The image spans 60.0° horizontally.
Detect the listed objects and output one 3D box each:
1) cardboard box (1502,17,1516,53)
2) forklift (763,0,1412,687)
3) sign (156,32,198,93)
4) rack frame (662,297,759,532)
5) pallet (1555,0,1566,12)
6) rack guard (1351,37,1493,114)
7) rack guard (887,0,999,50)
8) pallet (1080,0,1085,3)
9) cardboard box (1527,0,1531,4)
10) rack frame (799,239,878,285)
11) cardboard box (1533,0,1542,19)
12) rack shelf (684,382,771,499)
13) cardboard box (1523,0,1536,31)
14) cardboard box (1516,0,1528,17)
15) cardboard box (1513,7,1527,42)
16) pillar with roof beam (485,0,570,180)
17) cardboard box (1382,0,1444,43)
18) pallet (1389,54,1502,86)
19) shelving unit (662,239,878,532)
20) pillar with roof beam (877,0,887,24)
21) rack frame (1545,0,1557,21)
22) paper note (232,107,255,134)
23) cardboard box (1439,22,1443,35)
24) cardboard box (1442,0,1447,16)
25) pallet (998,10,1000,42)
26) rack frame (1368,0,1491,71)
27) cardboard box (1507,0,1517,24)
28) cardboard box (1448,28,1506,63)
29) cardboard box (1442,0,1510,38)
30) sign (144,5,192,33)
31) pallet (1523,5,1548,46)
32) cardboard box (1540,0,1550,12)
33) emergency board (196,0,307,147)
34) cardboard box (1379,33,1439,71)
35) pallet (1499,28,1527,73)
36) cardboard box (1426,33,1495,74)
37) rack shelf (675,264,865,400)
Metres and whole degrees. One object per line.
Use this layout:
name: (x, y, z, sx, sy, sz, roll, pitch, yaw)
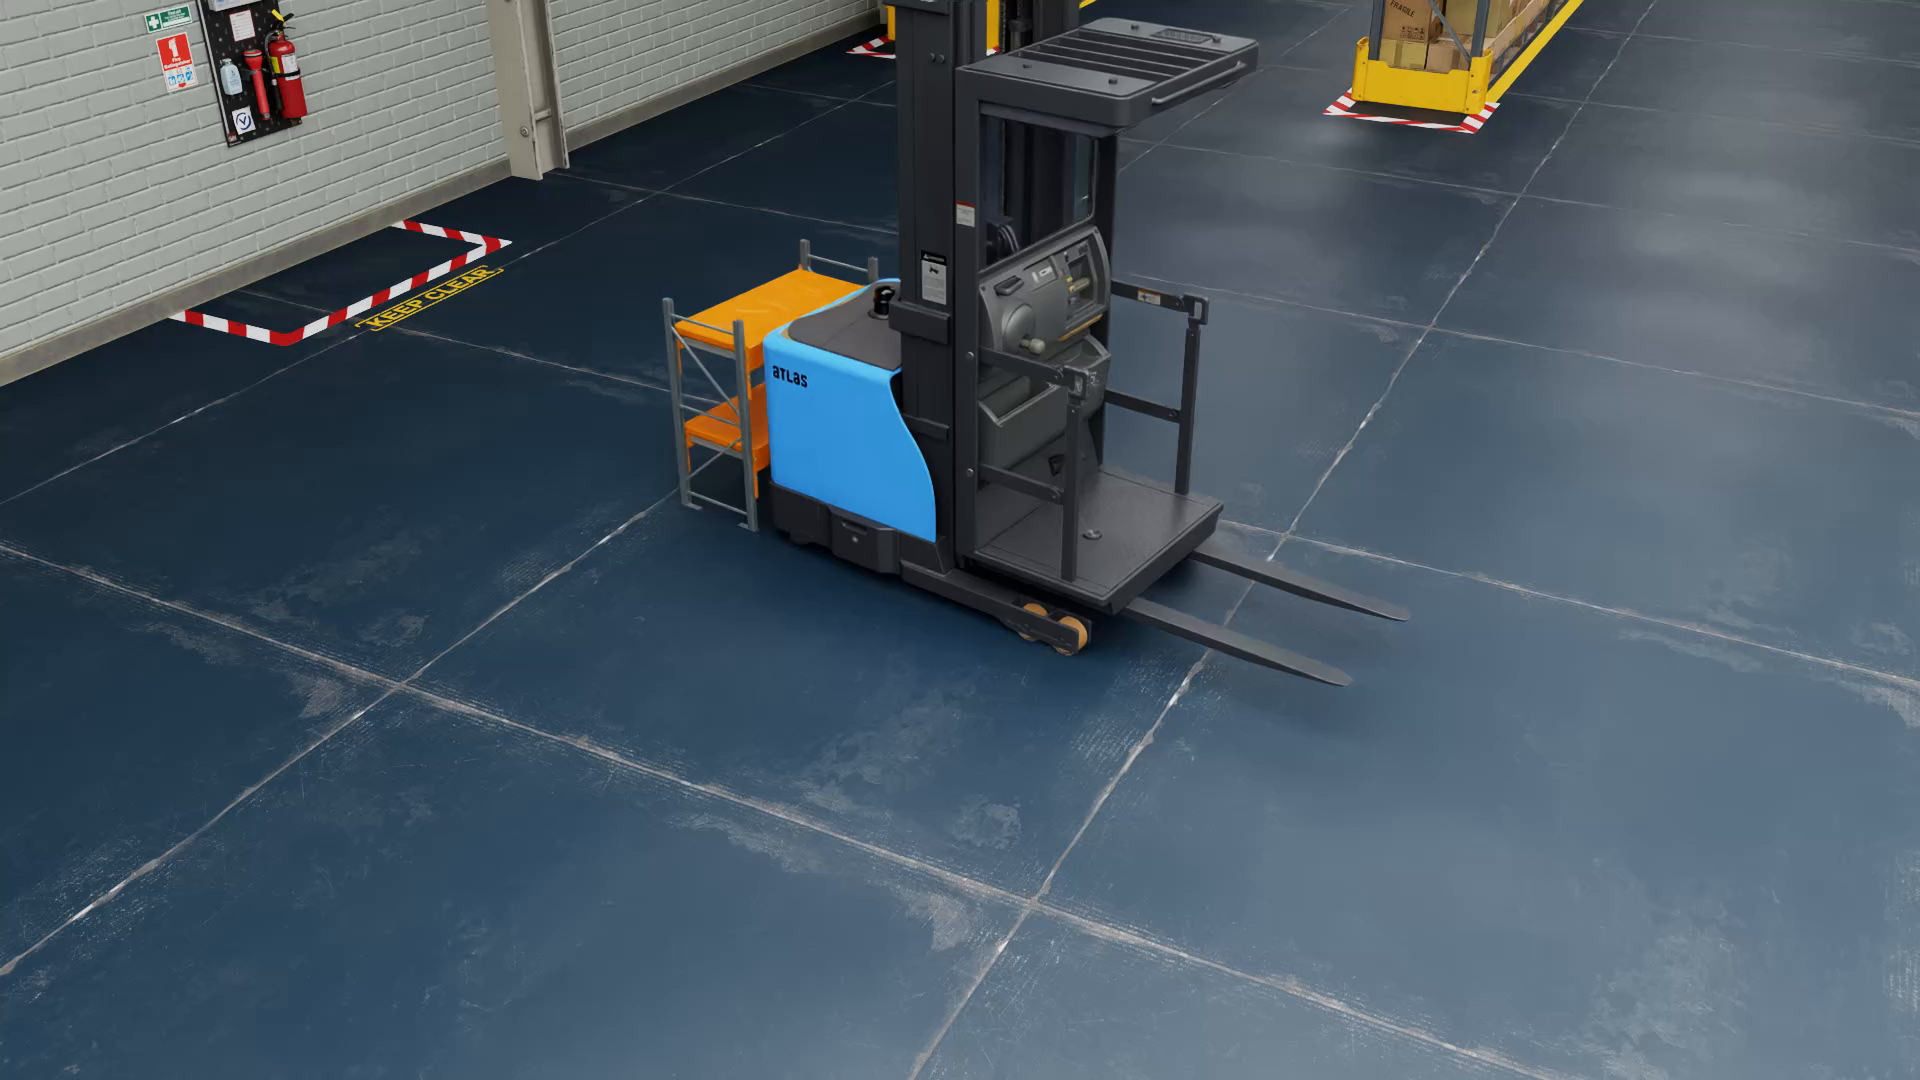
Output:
cardboard box: (5.090, -4.939, 16.178, 0.500, 0.250, 0.500, 14, 33, 23)
forklift: (0.549, -1.062, 7.156, 3.031, 2.935, 1.130, 20, 35, 31)
sign: (-4.904, -2.993, 10.415, 0.001, 0.329, 0.234, 14, 33, 23)
rack frame: (-1.224, -0.606, 8.175, 0.500, 1.125, 0.032, 20, 35, 30)
pallet: (6.319, -6.217, 18.865, 1.003, 0.211, 1.213, 14, 33, 23)
rack guard: (4.185, -4.223, 15.102, 1.175, 0.500, 0.348, 14, 33, 23)
rack guard: (-0.181, -5.390, 17.133, 1.175, 0.500, 0.348, 14, 33, 23)
pallet: (0.777, -6.155, 18.757, 1.003, 0.211, 1.213, 14, 33, 23)
cardboard box: (5.538, -5.709, 16.766, 0.500, 0.500, 0.500, 14, 33, 23)
rack frame: (-0.630, -1.017, 8.891, 0.500, 1.125, 0.032, 20, 35, 30)
cardboard box: (5.764, -5.606, 17.340, 0.500, 0.250, 0.500, 14, 33, 23)
rack shelf: (-0.927, -0.600, 8.654, 0.538, 0.278, 1.000, 20, 35, 30)
cardboard box: (5.550, -5.381, 16.948, 0.500, 0.250, 0.500, 14, 33, 23)
cardboard box: (5.323, -5.484, 16.374, 0.500, 0.500, 0.500, 14, 33, 23)
cardboard box: (5.323, -5.159, 16.562, 0.500, 0.250, 0.500, 14, 33, 23)
pillar with roof beam: (0.432, -5.911, 9.508, 9.100, 9.000, 0.400, 14, 33, 23)
cardboard box: (4.175, -4.938, 15.423, 0.500, 0.500, 0.500, 14, 33, 23)
pallet: (4.507, -4.457, 15.799, 1.003, 0.211, 1.213, 14, 33, 23)
shelving unit: (-0.927, -0.812, 8.533, 0.538, 1.125, 1.048, 20, 35, 30)
pillar with roof beam: (3.165, -8.571, 14.140, 9.100, 9.000, 0.400, 14, 33, 23)
rack frame: (6.018, -7.091, 17.586, 1.000, 3.000, 0.127, 14, 33, 23)
paper note: (-4.702, -2.755, 10.920, 0.016, 0.148, 0.142, 14, 33, 23)
cardboard box: (4.394, -4.837, 16.000, 0.500, 0.250, 0.500, 14, 33, 23)
cardboard box: (4.617, -5.385, 16.201, 0.500, 0.500, 0.500, 14, 33, 23)
pallet: (0.220, -5.616, 17.818, 1.003, 0.211, 1.213, 14, 33, 23)
rack frame: (4.195, -5.318, 14.498, 1.000, 3.000, 0.127, 14, 33, 23)
cardboard box: (5.080, -5.267, 15.995, 0.500, 0.500, 0.500, 14, 33, 23)
cardboard box: (4.862, -4.717, 15.792, 0.500, 0.250, 0.500, 14, 33, 23)
cardboard box: (4.864, -5.042, 15.604, 0.500, 0.500, 0.500, 14, 33, 23)
sign: (-4.894, -3.223, 10.283, 0.001, 0.109, 0.331, 14, 33, 23)
pallet: (5.618, -5.539, 17.683, 1.003, 0.211, 1.213, 14, 33, 23)
cardboard box: (6.001, -5.826, 17.722, 0.500, 0.250, 0.500, 14, 33, 23)
emergency board: (-4.560, -3.200, 10.810, 0.194, 1.169, 0.643, 14, 33, 23)
cardboard box: (4.177, -4.612, 15.609, 0.500, 0.250, 0.500, 14, 33, 23)
pallet: (5.063, -4.996, 16.738, 1.003, 0.211, 1.213, 14, 33, 23)
cardboard box: (4.638, -4.495, 15.404, 0.500, 0.250, 0.500, 14, 33, 23)
rack shelf: (-0.928, -1.066, 8.388, 0.538, 0.278, 1.000, 20, 35, 30)
